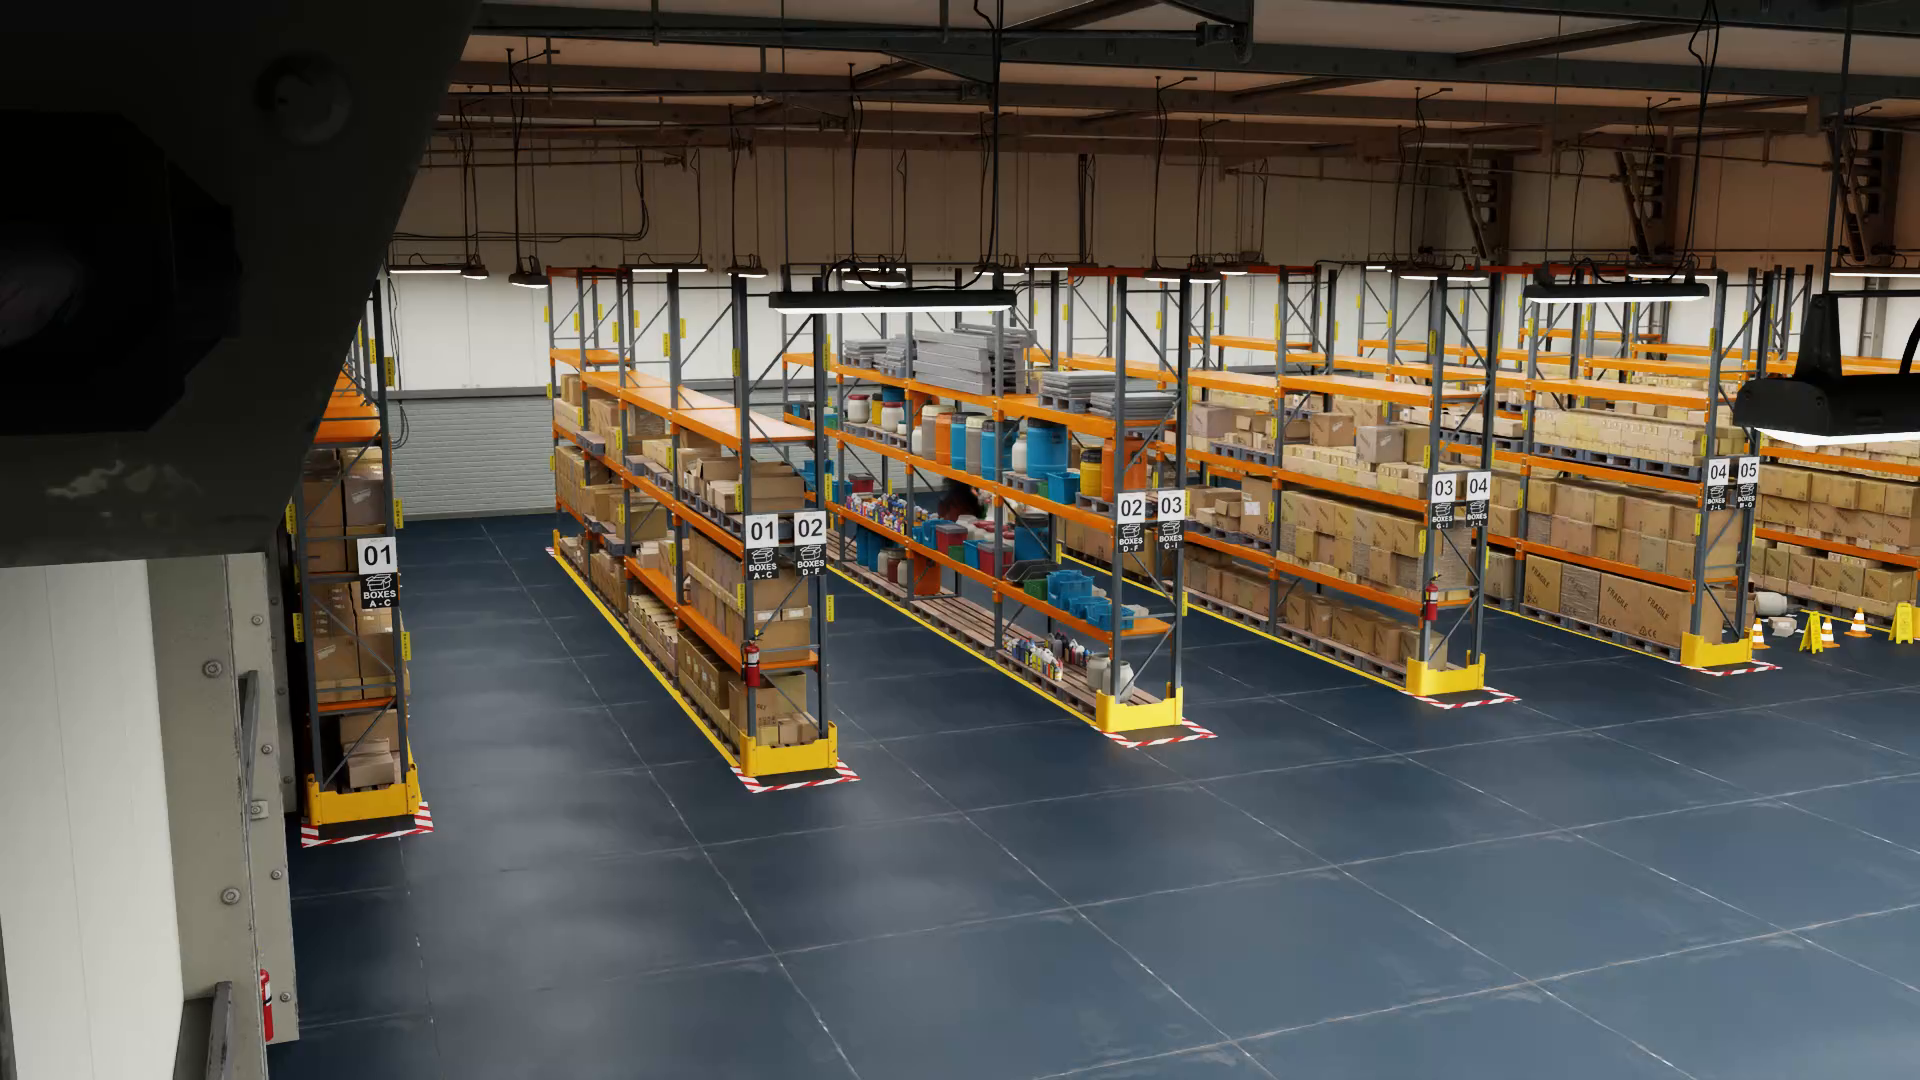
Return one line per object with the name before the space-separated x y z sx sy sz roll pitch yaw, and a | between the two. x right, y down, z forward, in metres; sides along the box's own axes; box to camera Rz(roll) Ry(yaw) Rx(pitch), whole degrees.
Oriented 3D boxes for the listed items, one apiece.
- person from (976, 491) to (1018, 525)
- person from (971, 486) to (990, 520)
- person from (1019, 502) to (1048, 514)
person | 0.748 -0.408 32.518 0.717 1.678 0.968 -4 11 -21
person | 0.630 -0.781 36.065 0.646 1.744 0.602 -4 11 -23
person | 1.539 -0.444 32.663 0.655 1.824 0.672 -4 11 -22
